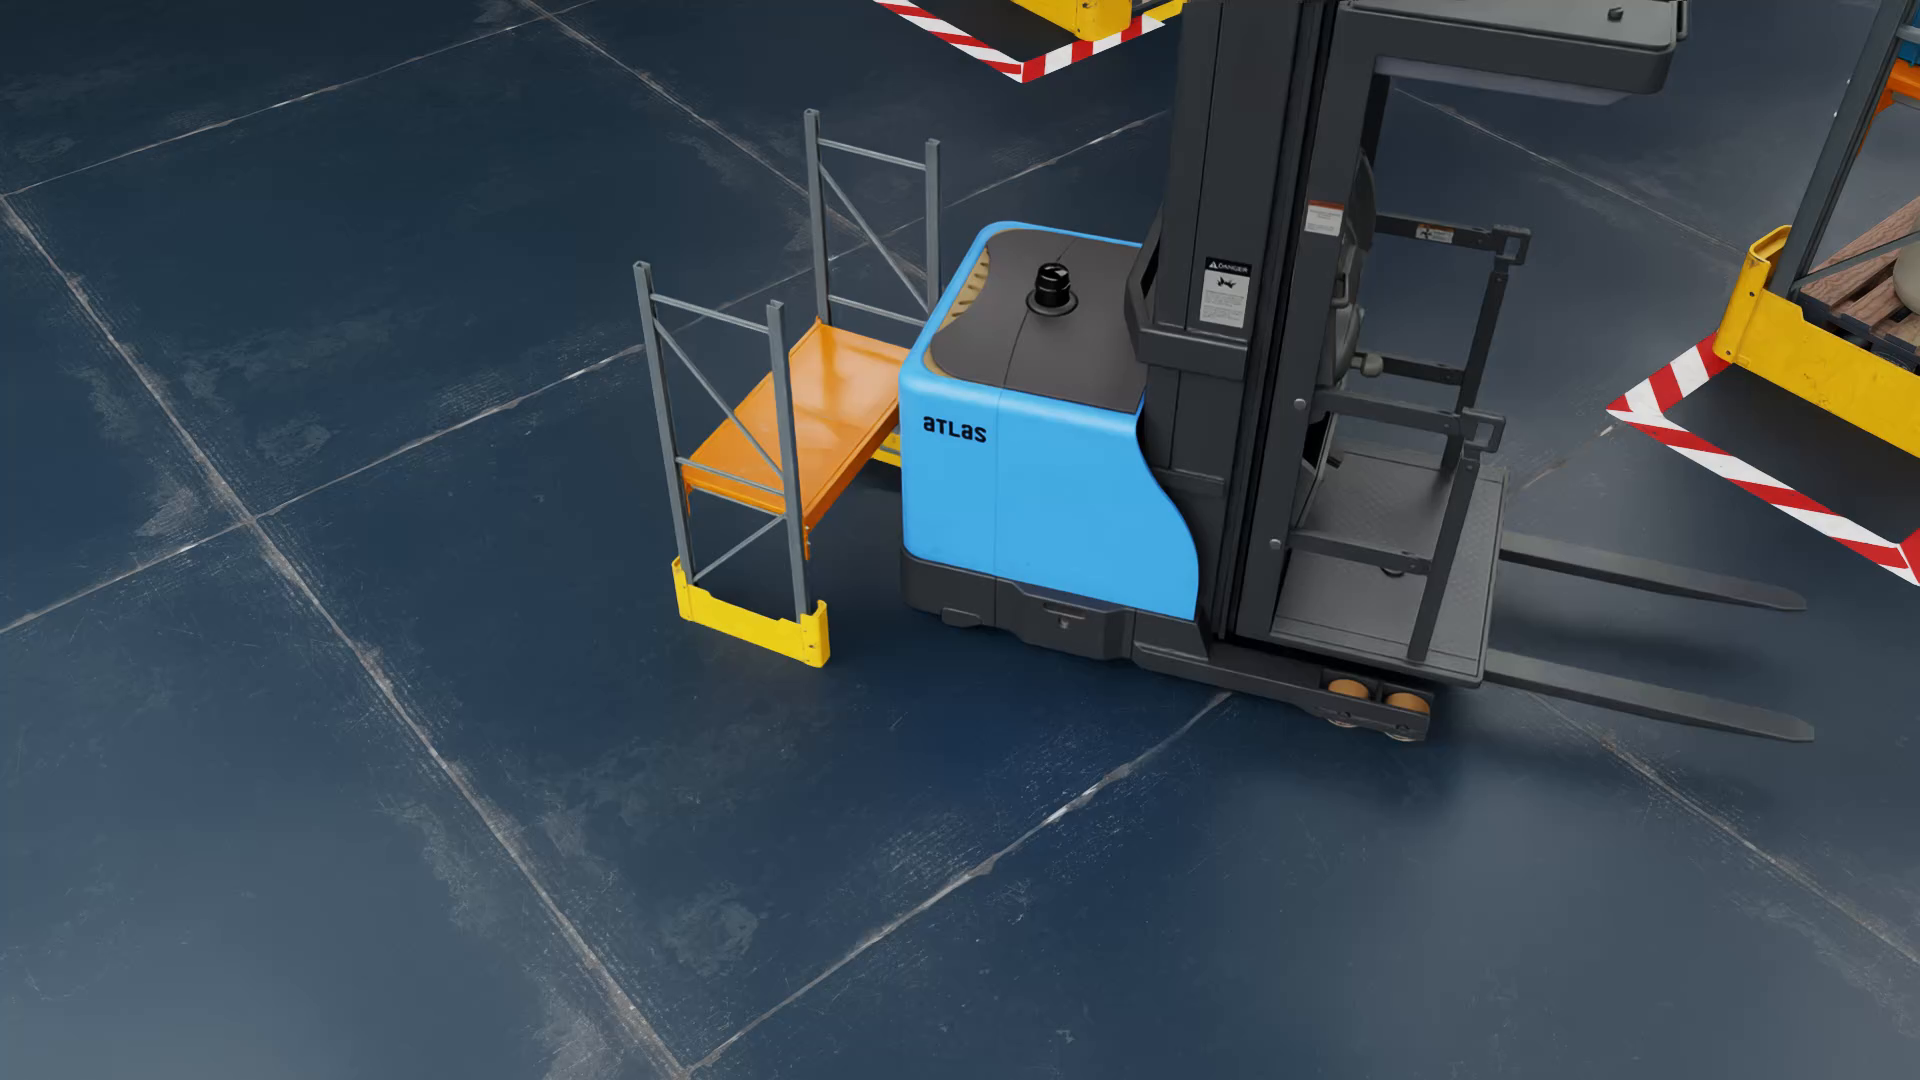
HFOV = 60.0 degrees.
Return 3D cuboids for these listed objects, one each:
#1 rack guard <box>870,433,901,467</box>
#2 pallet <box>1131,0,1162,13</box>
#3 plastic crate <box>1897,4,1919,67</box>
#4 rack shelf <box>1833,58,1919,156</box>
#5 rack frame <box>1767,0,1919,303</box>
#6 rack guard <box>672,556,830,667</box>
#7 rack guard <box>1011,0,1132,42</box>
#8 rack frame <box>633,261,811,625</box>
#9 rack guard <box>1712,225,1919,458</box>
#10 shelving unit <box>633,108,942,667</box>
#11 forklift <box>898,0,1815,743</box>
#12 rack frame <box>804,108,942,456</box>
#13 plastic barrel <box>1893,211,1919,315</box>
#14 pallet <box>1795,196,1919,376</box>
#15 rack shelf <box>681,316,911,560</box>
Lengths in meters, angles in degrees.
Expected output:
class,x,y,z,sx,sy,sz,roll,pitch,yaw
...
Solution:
class,x,y,z,sx,sy,sz,roll,pitch,yaw
rack guard,-0.295,-0.370,6.462,0.587,0.250,0.087,18,46,19
pallet,1.054,-3.561,9.888,1.213,0.211,1.003,-30,51,-28
plastic crate,3.861,-1.940,6.233,0.616,0.251,0.499,-30,51,-28
rack shelf,5.203,-2.233,6.963,4.000,0.370,1.077,-30,51,-28
rack frame,3.669,-1.617,5.781,0.127,3.000,1.000,-30,51,-28
rack guard,-0.729,0.243,5.808,0.587,0.250,0.087,18,46,19
rack guard,0.476,-3.298,9.397,0.348,0.500,1.175,-30,51,-28
rack frame,-0.738,-0.200,5.368,0.500,1.500,0.032,18,46,19
rack guard,3.697,-0.764,6.698,0.348,0.500,1.175,-30,51,-28
shelving unit,-0.512,-0.519,5.707,0.587,1.500,1.083,18,46,19
forklift,1.363,-0.810,4.971,3.031,2.935,1.130,13,45,13
rack frame,-0.294,-0.827,6.035,0.500,1.500,0.032,18,46,19
plastic barrel,4.125,-1.193,6.839,0.421,0.512,0.421,0,43,0
pallet,4.324,-1.013,7.174,1.213,0.211,1.003,-30,51,-28
rack shelf,-0.516,-0.382,5.824,0.538,0.185,1.000,18,46,19
